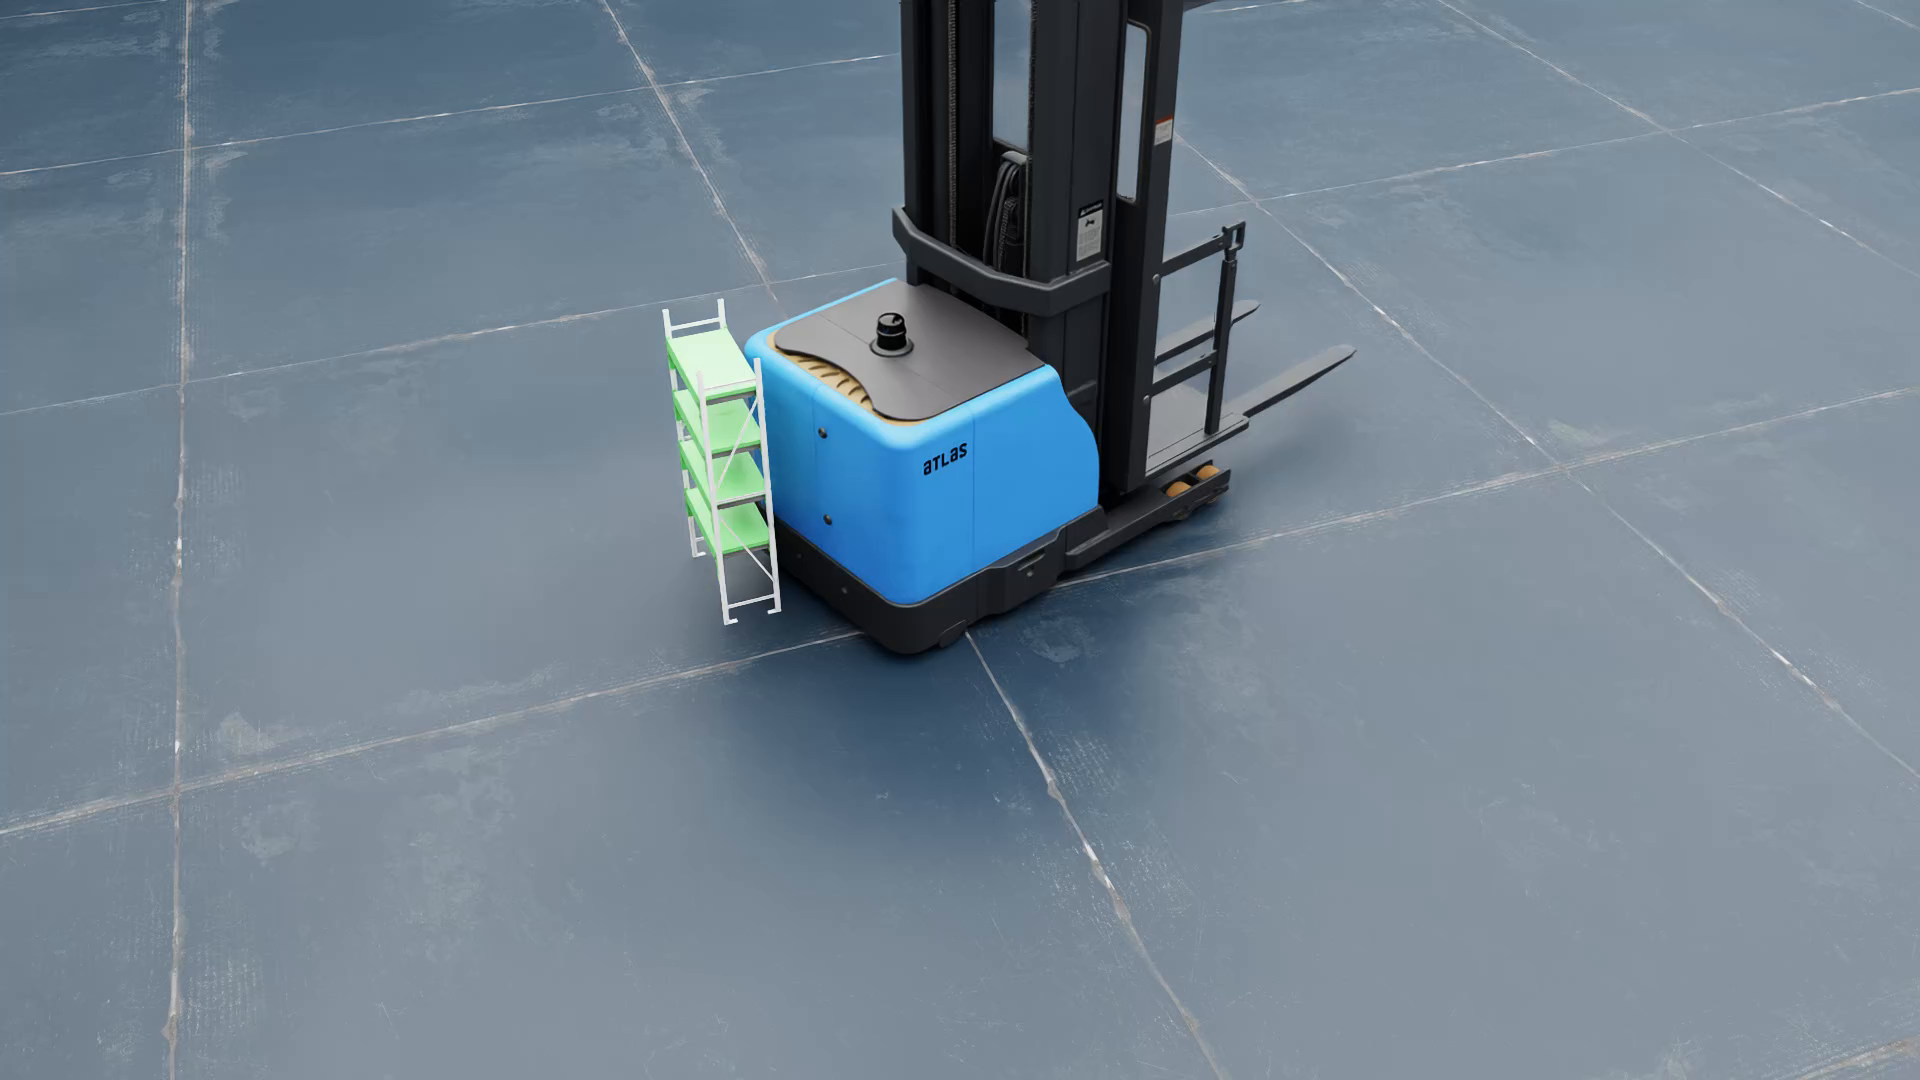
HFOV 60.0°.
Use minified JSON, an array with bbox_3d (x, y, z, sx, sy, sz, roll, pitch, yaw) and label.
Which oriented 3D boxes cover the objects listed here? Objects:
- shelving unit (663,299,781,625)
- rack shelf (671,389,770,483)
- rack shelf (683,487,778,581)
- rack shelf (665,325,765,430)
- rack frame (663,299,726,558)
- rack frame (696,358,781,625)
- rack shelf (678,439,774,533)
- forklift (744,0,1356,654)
[{"bbox_3d":[-0.945,-0.299,6.649,0.258,1.200,0.503,-14,39,-18],"label":"shelving unit"},{"bbox_3d":[-0.945,-0.439,6.543,0.258,0.148,0.480,-14,39,-18],"label":"rack shelf"},{"bbox_3d":[-0.945,-0.056,6.832,0.258,0.148,0.480,-14,39,-18],"label":"rack shelf"},{"bbox_3d":[-0.945,-0.631,6.399,0.258,0.148,0.480,-14,39,-18],"label":"rack shelf"},{"bbox_3d":[-1.038,-0.434,6.829,0.240,1.200,0.015,-14,39,-18],"label":"rack frame"},{"bbox_3d":[-0.852,-0.163,6.469,0.240,1.200,0.015,-14,39,-18],"label":"rack frame"},{"bbox_3d":[-0.945,-0.247,6.688,0.258,0.148,0.480,-14,39,-18],"label":"rack shelf"},{"bbox_3d":[0.577,-1.475,6.772,3.031,2.935,1.130,-28,45,-32],"label":"forklift"}]
